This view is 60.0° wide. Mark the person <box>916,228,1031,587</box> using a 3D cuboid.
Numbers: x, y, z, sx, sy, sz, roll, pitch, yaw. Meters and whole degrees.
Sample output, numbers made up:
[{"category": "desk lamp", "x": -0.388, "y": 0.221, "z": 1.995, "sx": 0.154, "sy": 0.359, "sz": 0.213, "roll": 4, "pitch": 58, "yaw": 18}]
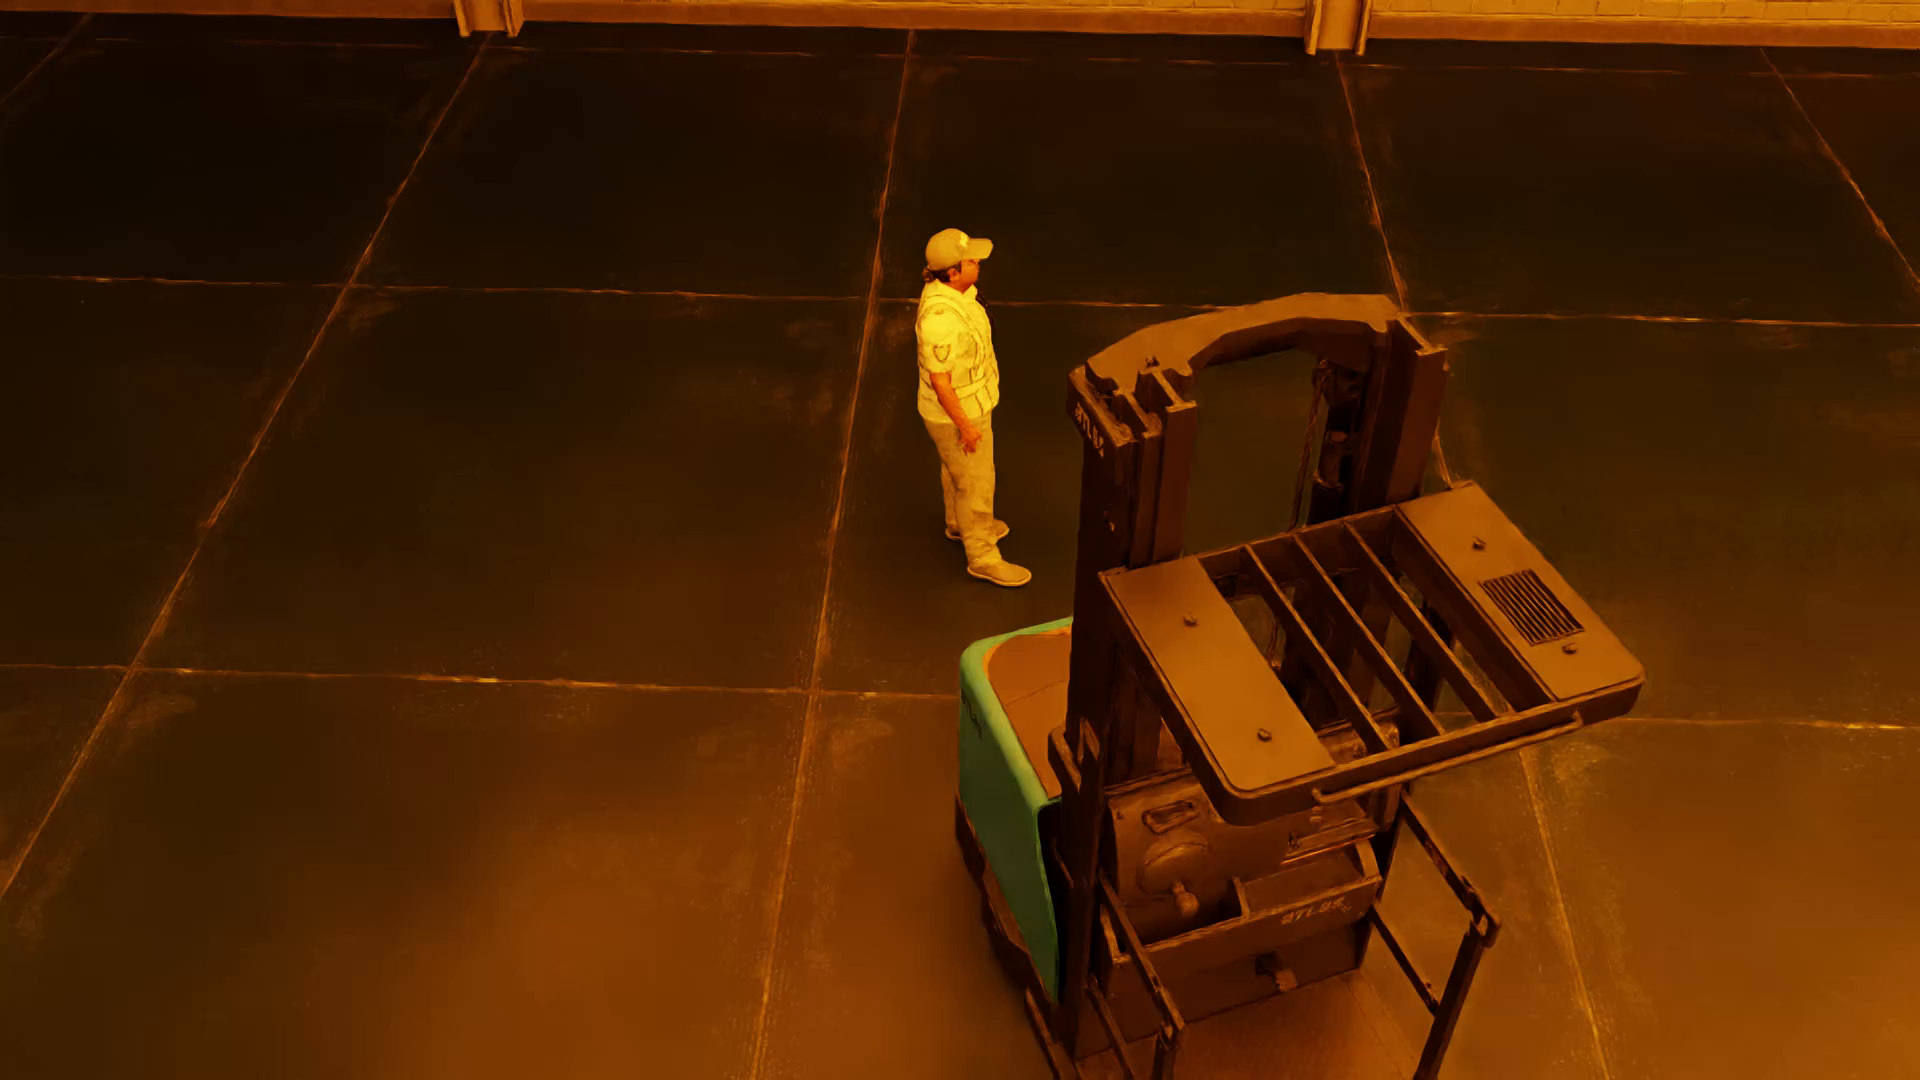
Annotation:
[{"category": "person", "x": 0.075, "y": -0.603, "z": 7.330, "sx": 0.529, "sy": 1.669, "sz": 0.598, "roll": 2, "pitch": 42, "yaw": 2}]

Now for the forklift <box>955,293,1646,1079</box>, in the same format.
[{"category": "forklift", "x": 0.953, "y": 0.910, "z": 4.746, "sx": 1.130, "sy": 2.935, "sz": 3.031, "roll": -13, "pitch": 44, "yaw": -14}]
